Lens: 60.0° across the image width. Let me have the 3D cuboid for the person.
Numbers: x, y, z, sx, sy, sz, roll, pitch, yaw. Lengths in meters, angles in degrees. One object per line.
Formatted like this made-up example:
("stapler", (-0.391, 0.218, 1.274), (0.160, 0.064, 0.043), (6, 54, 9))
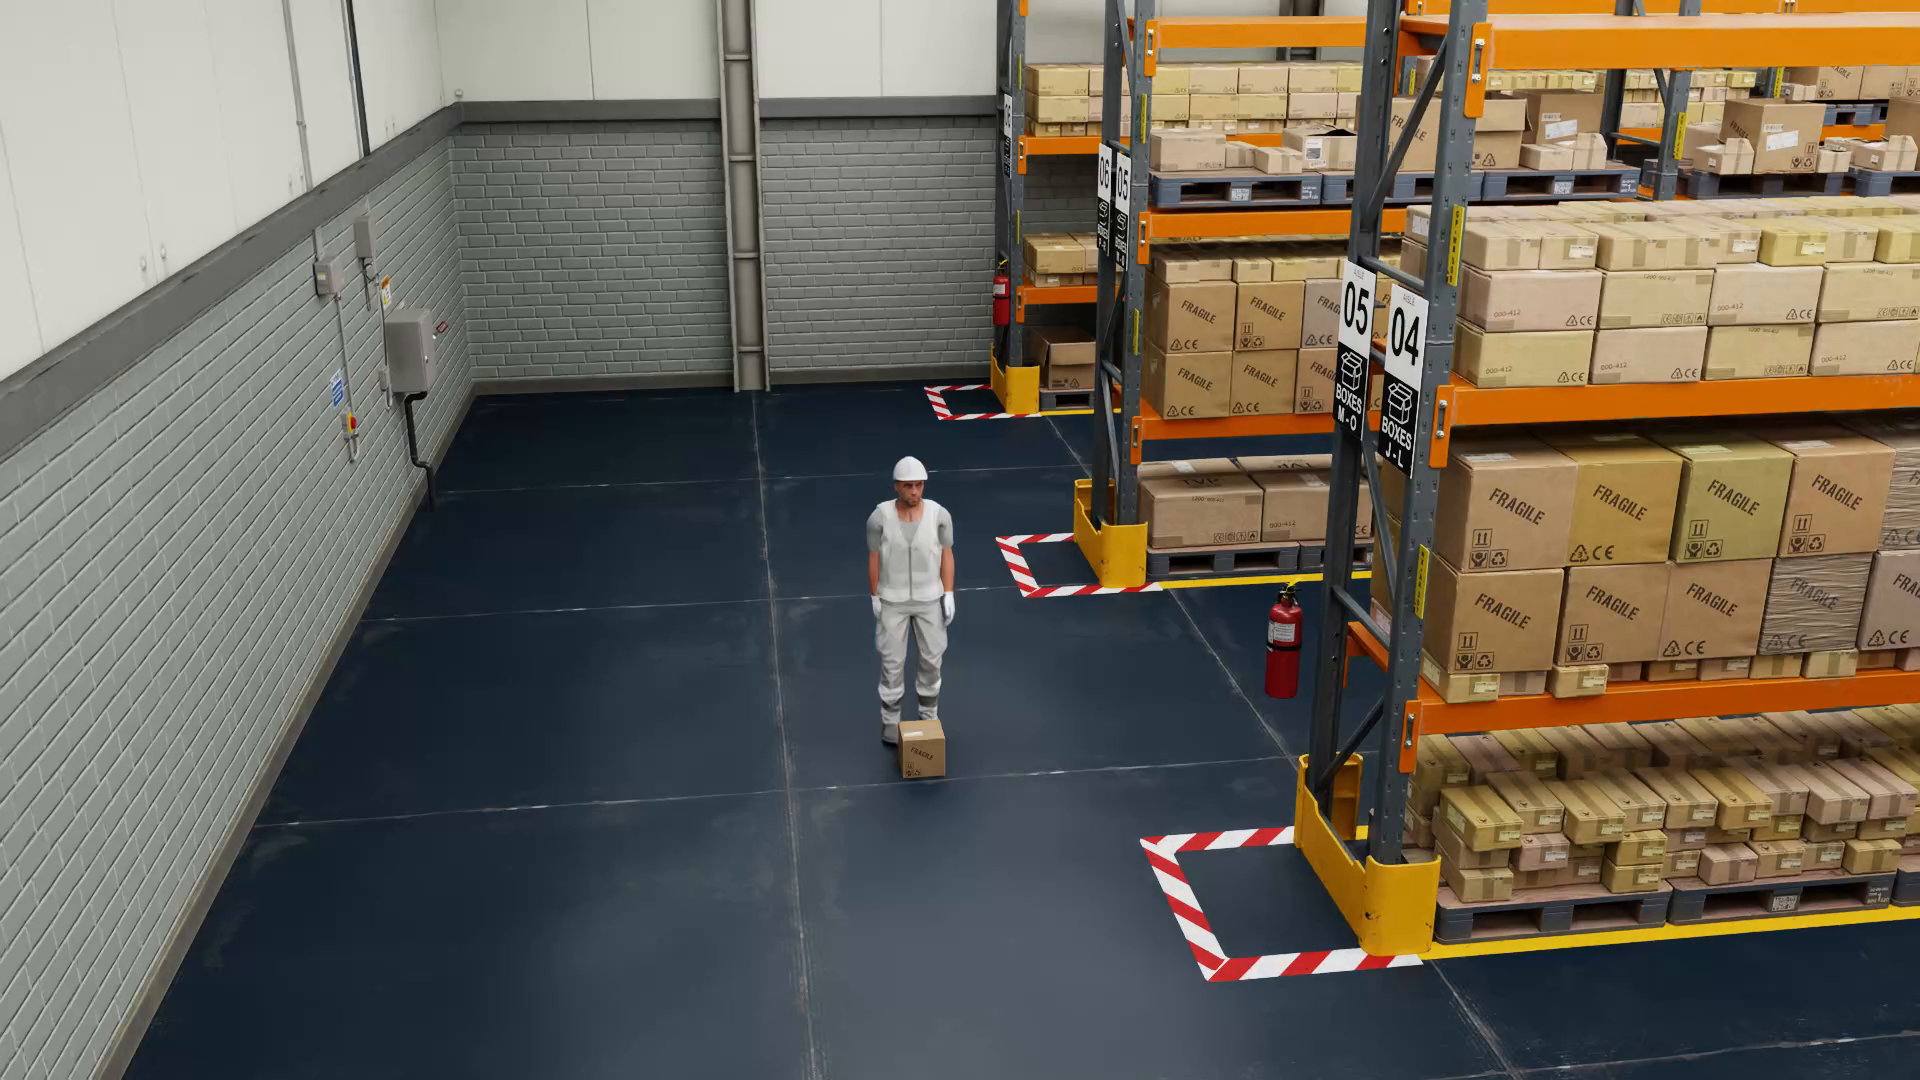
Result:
("person", (-0.292, 0.376, 10.045), (0.525, 1.809, 0.364), (-2, 20, -7))
